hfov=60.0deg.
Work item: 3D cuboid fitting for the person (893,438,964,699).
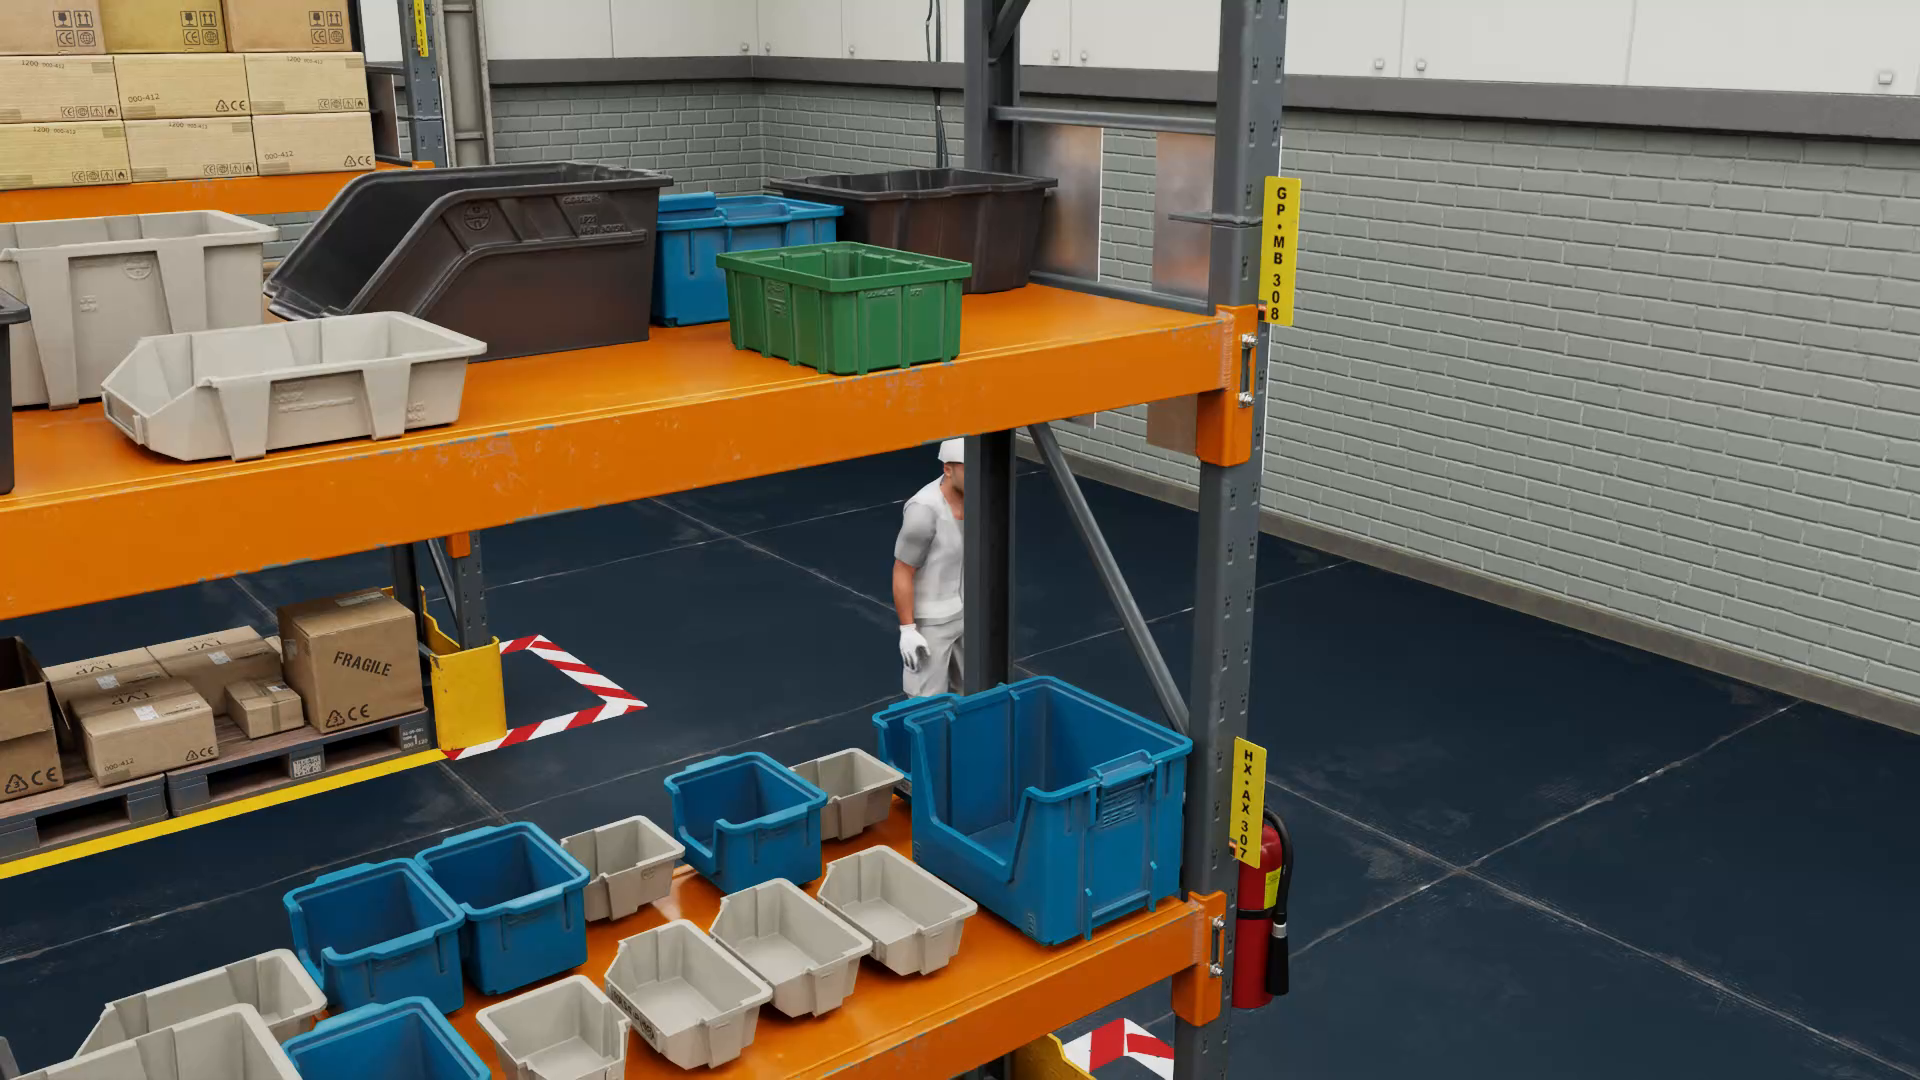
[{"bbox_3d":[-0.035,0.367,7.360,0.620,1.780,0.446,-15,23,-39],"label":"person"}]
